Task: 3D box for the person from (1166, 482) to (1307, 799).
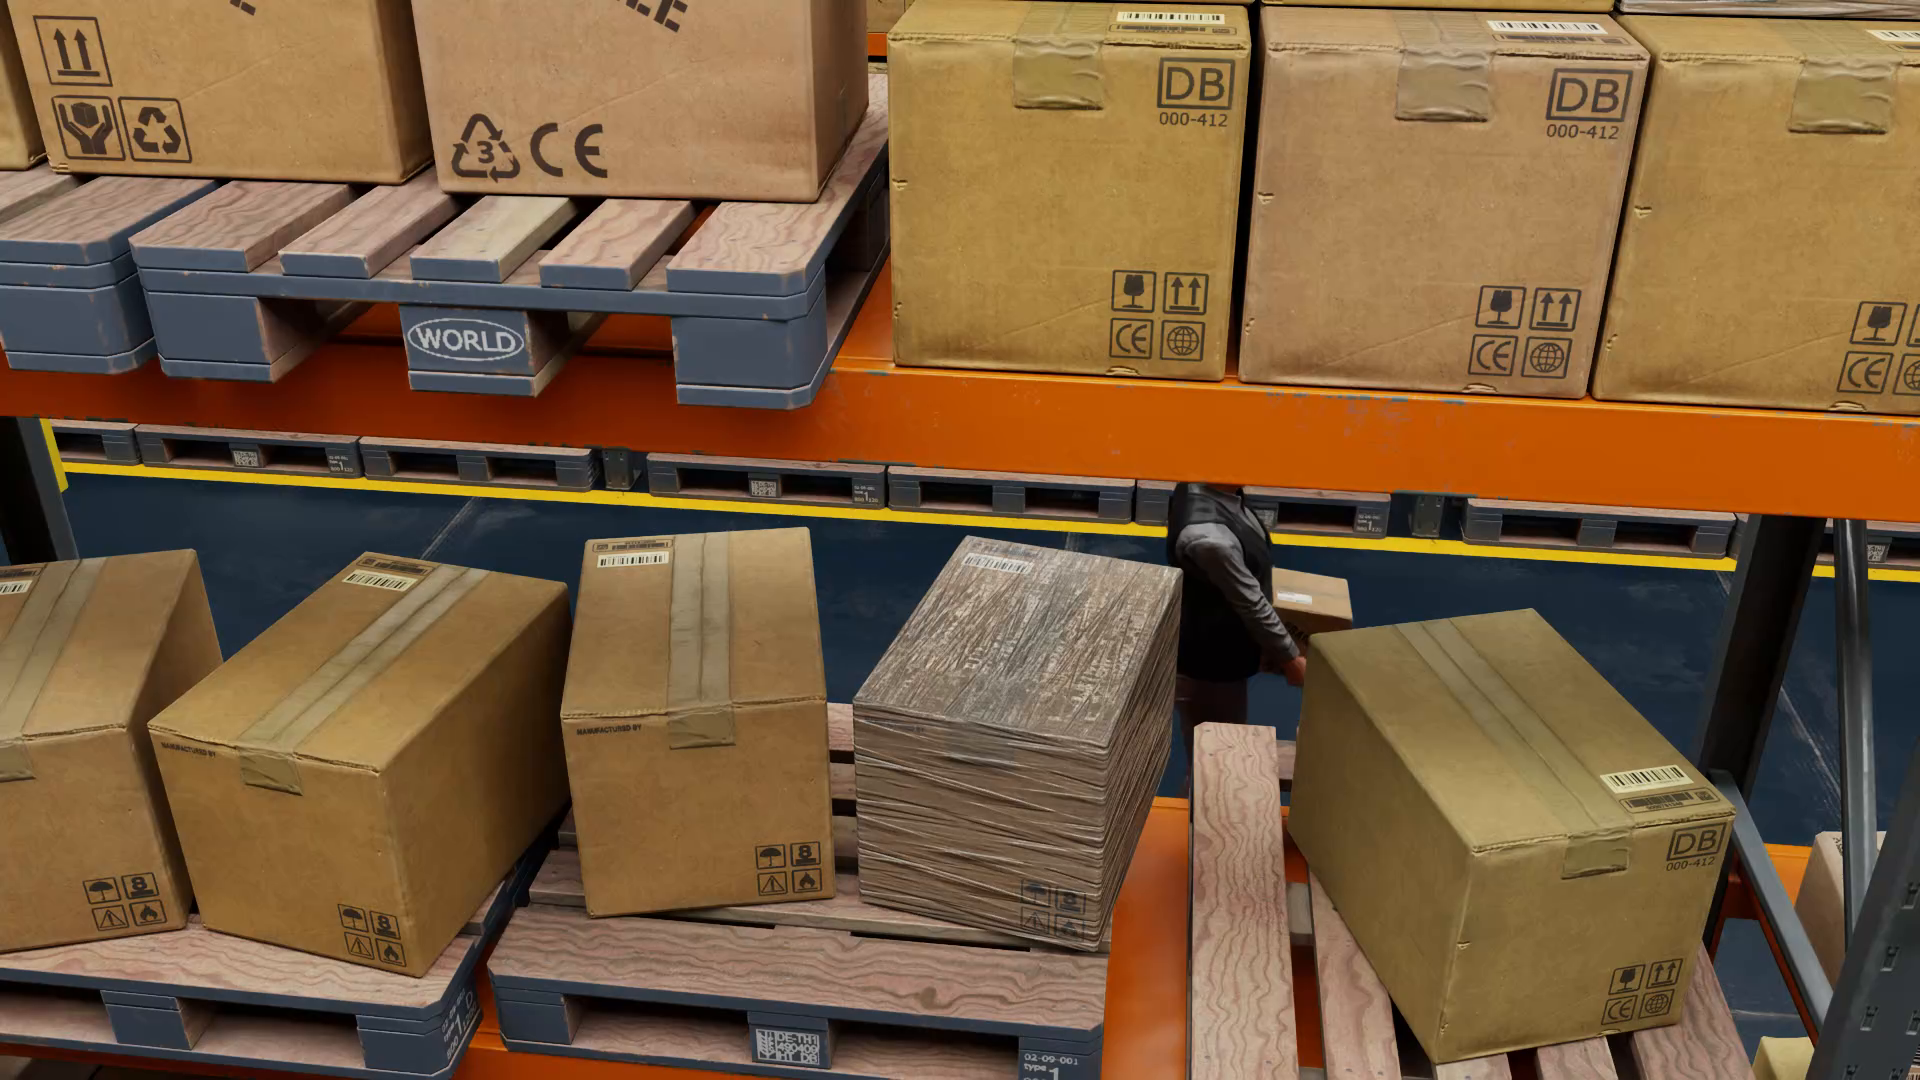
[{"bbox_3d":[0.919,0.388,5.432,0.555,1.718,0.495,4,28,7],"label":"person"}]
